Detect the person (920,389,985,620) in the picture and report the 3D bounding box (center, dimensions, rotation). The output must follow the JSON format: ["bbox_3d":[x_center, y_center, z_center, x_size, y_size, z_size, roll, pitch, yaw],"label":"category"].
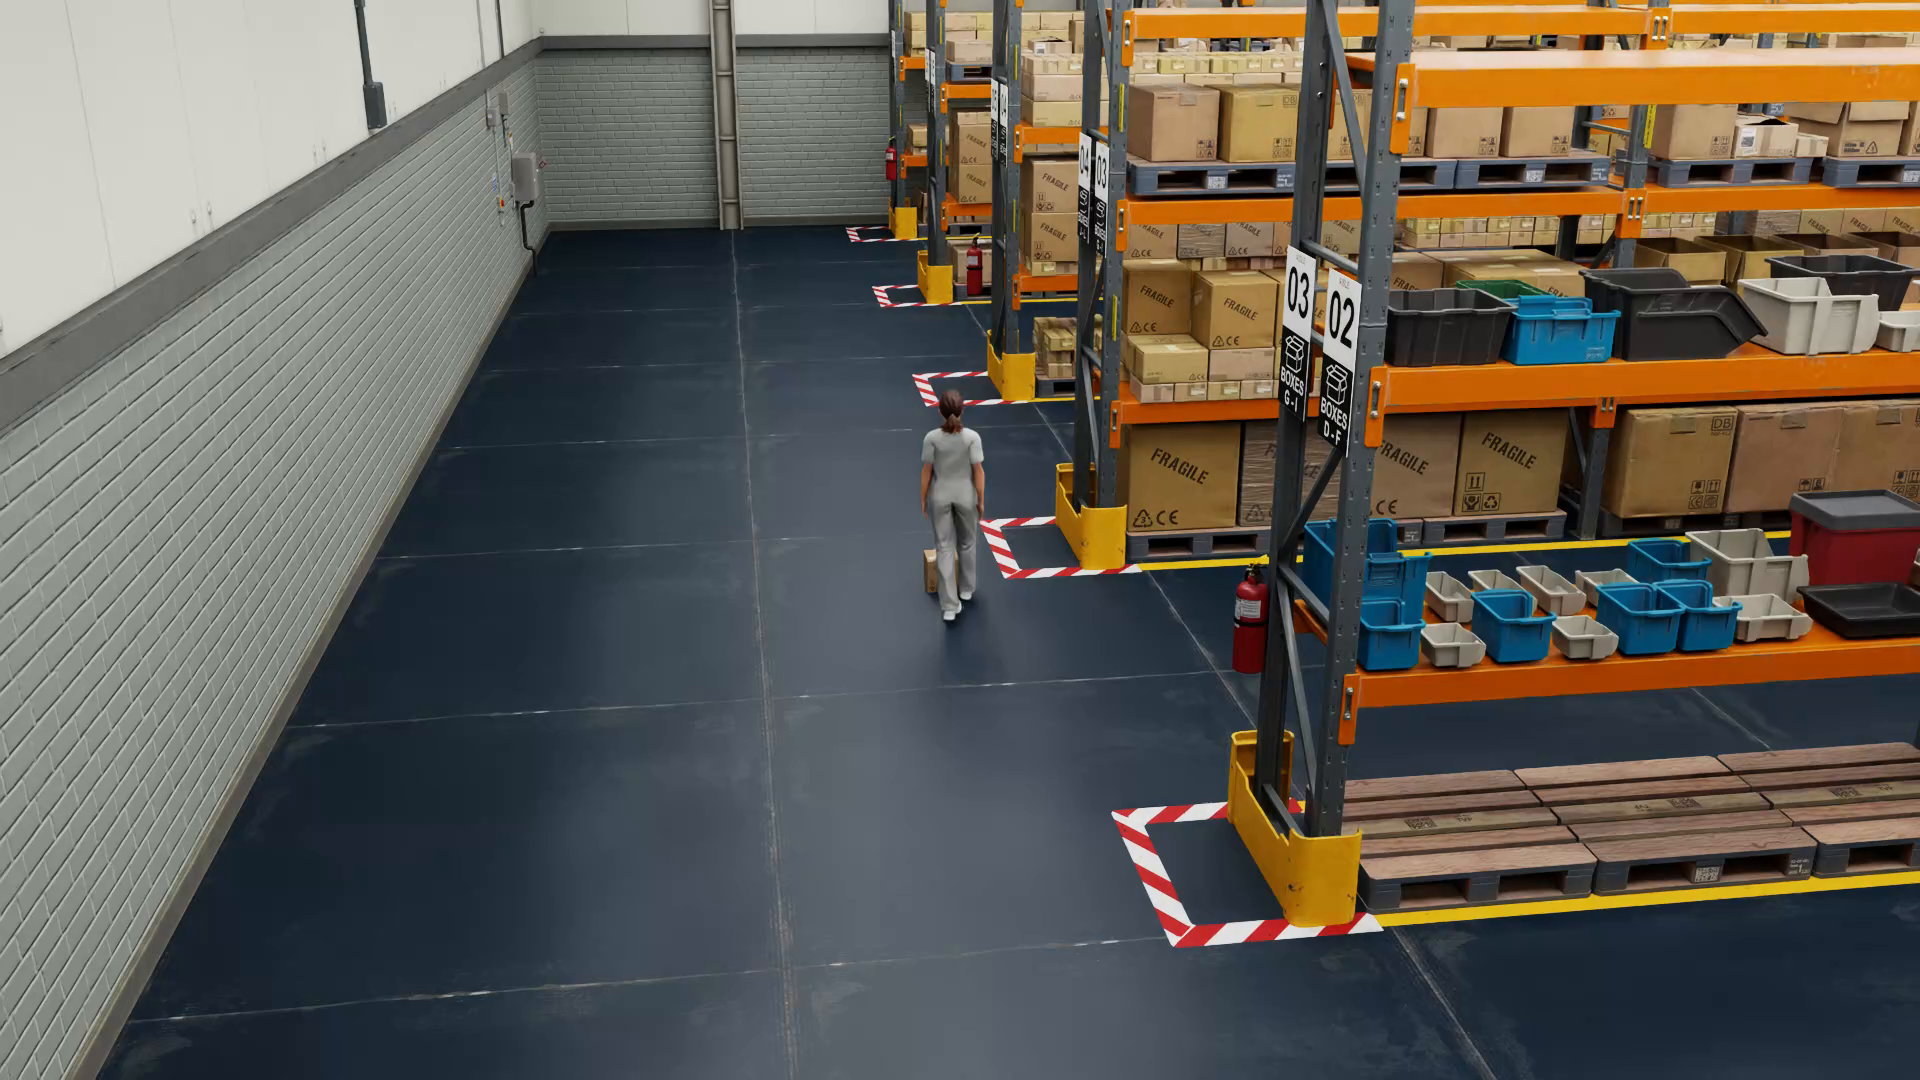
[{"bbox_3d":[-0.055,-0.309,11.921,0.453,1.657,0.716,0,20,-1],"label":"person"}]
